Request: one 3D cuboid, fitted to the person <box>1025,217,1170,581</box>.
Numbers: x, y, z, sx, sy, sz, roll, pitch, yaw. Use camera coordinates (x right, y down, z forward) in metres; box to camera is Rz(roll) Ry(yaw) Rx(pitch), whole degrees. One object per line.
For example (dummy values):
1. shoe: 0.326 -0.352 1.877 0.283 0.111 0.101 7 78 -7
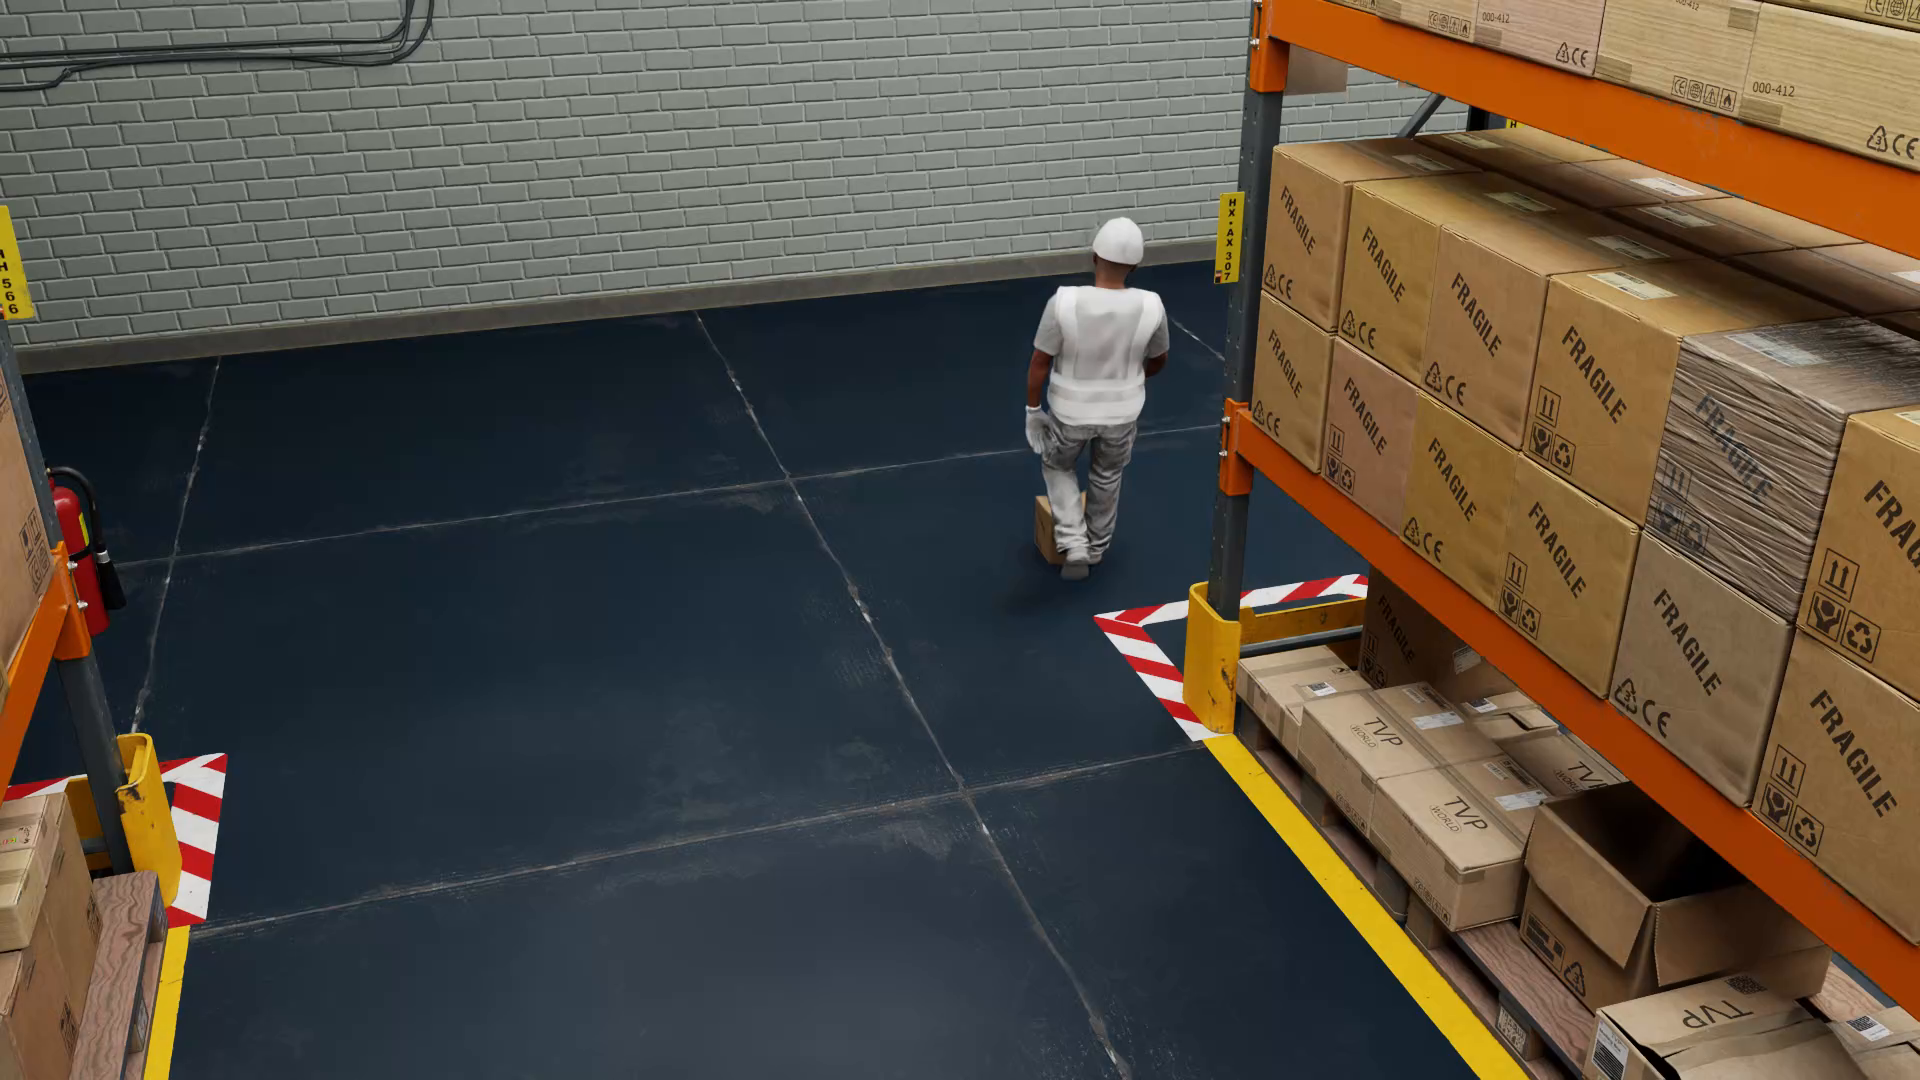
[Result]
1. person: 0.590 -0.628 7.388 0.620 1.742 0.771 0 26 -1
